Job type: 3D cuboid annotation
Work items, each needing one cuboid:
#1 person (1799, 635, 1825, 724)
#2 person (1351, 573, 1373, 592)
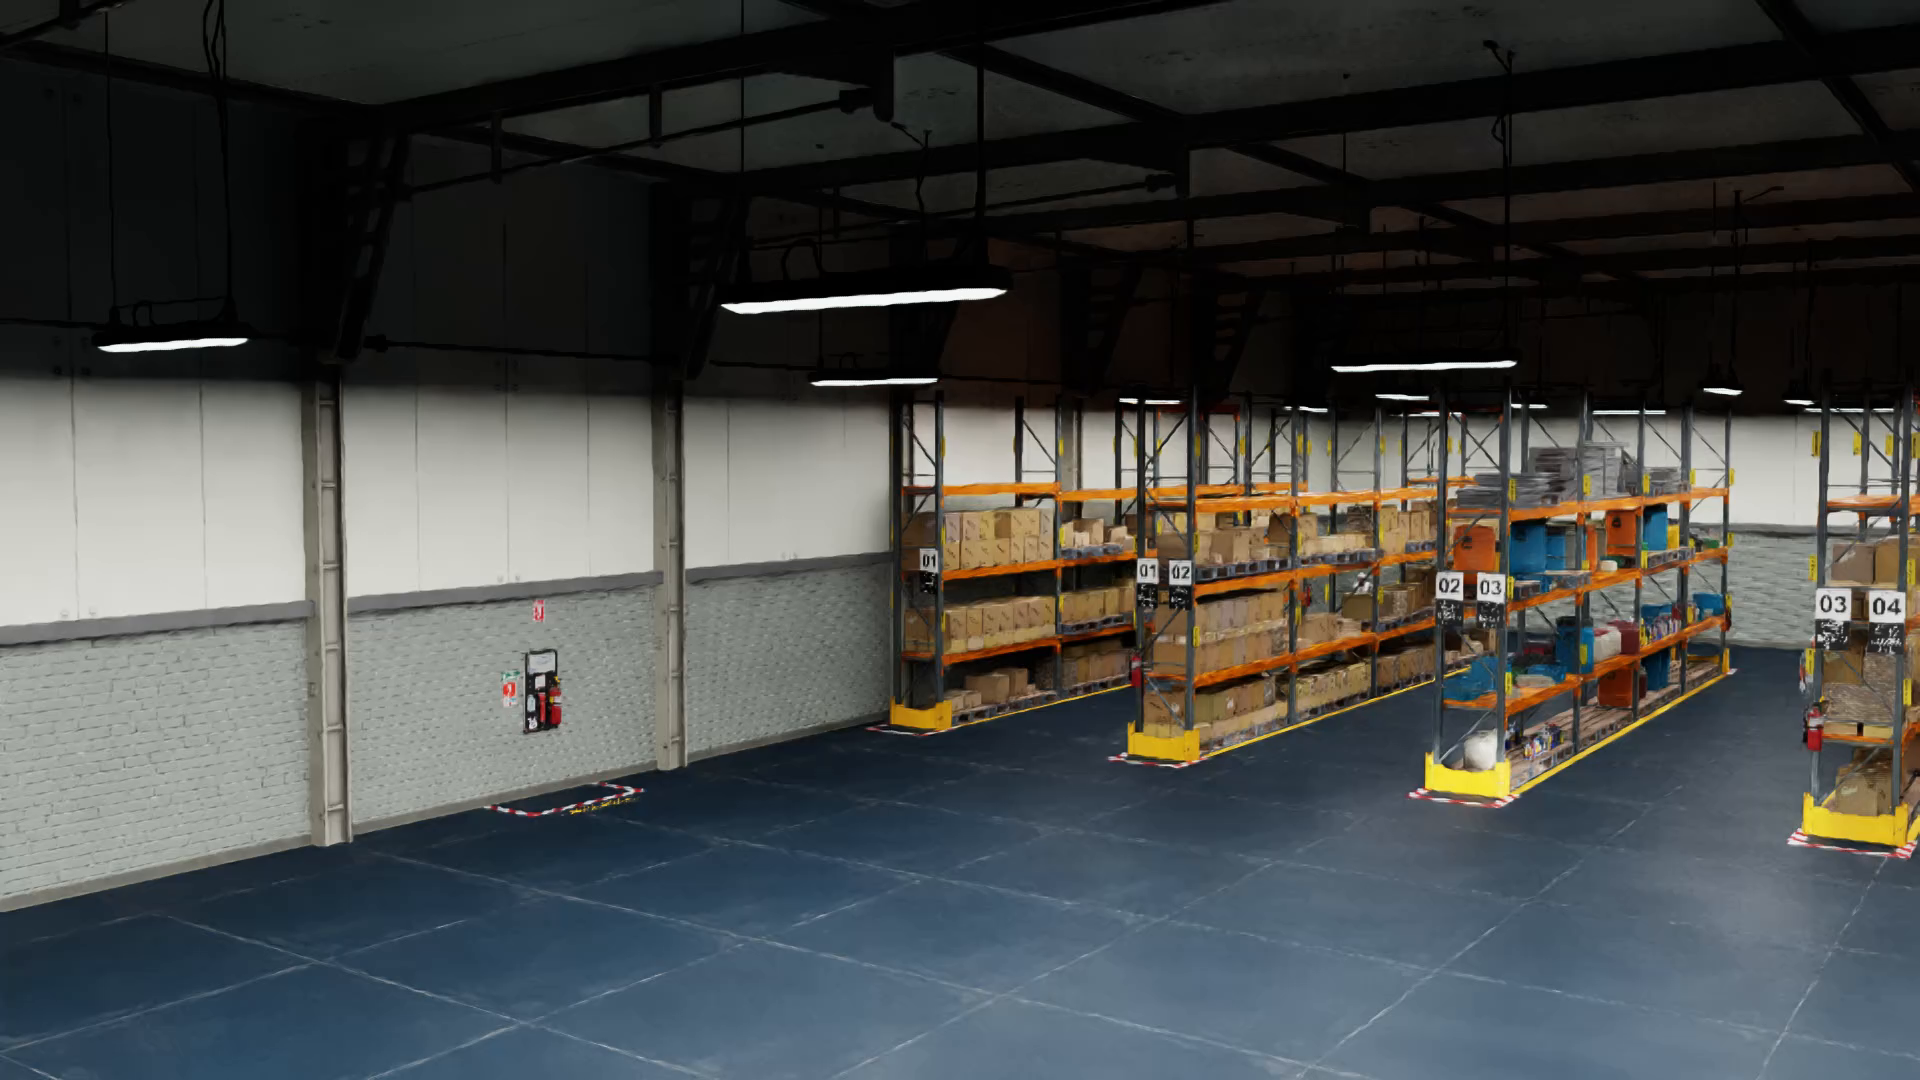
[{"bbox_3d":[15.003,2.493,29.146,0.553,1.706,1.123,2,4,37],"label":"person"},{"bbox_3d":[10.600,1.701,43.702,0.704,1.706,0.791,3,4,40],"label":"person"}]
